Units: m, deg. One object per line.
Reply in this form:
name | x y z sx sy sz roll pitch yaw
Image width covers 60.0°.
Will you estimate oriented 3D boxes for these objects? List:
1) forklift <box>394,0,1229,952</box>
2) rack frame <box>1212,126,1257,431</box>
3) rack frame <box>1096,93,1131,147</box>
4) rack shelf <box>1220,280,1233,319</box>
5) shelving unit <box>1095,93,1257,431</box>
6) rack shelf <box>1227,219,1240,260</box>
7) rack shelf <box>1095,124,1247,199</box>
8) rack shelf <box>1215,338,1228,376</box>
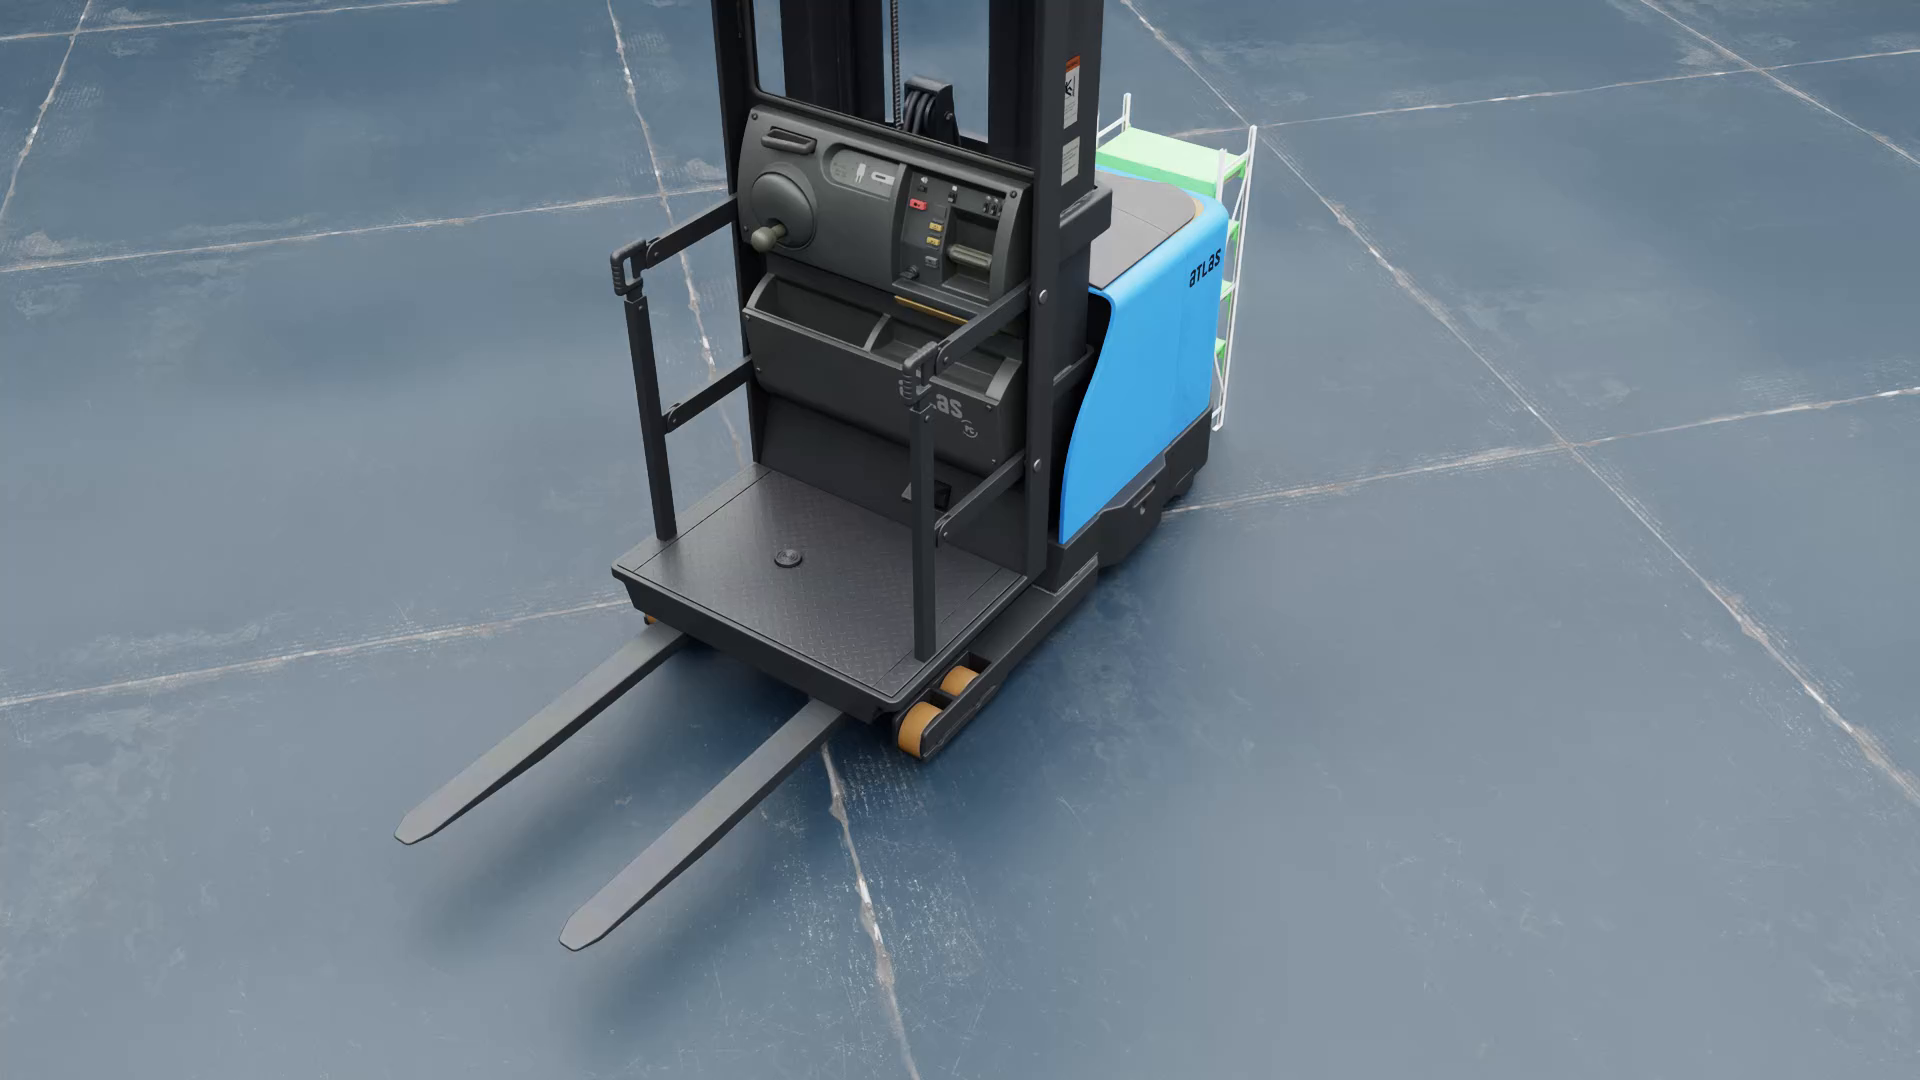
forklift | -0.355 -0.852 4.452 1.130 2.935 3.031 23 43 27
rack frame | 0.924 -0.856 5.881 0.015 1.200 0.240 23 43 27
rack frame | 0.522 -1.024 6.101 0.015 1.200 0.240 23 43 27
rack shelf | 0.723 -0.889 6.030 0.480 0.148 0.258 23 43 27
shelving unit | 0.723 -0.940 5.991 0.503 1.200 0.258 23 43 27
rack shelf | 0.723 -1.080 5.884 0.480 0.148 0.258 23 43 27
rack shelf | 0.723 -1.270 5.738 0.480 0.148 0.258 23 43 27
rack shelf | 0.723 -0.699 6.176 0.480 0.148 0.258 23 43 27
